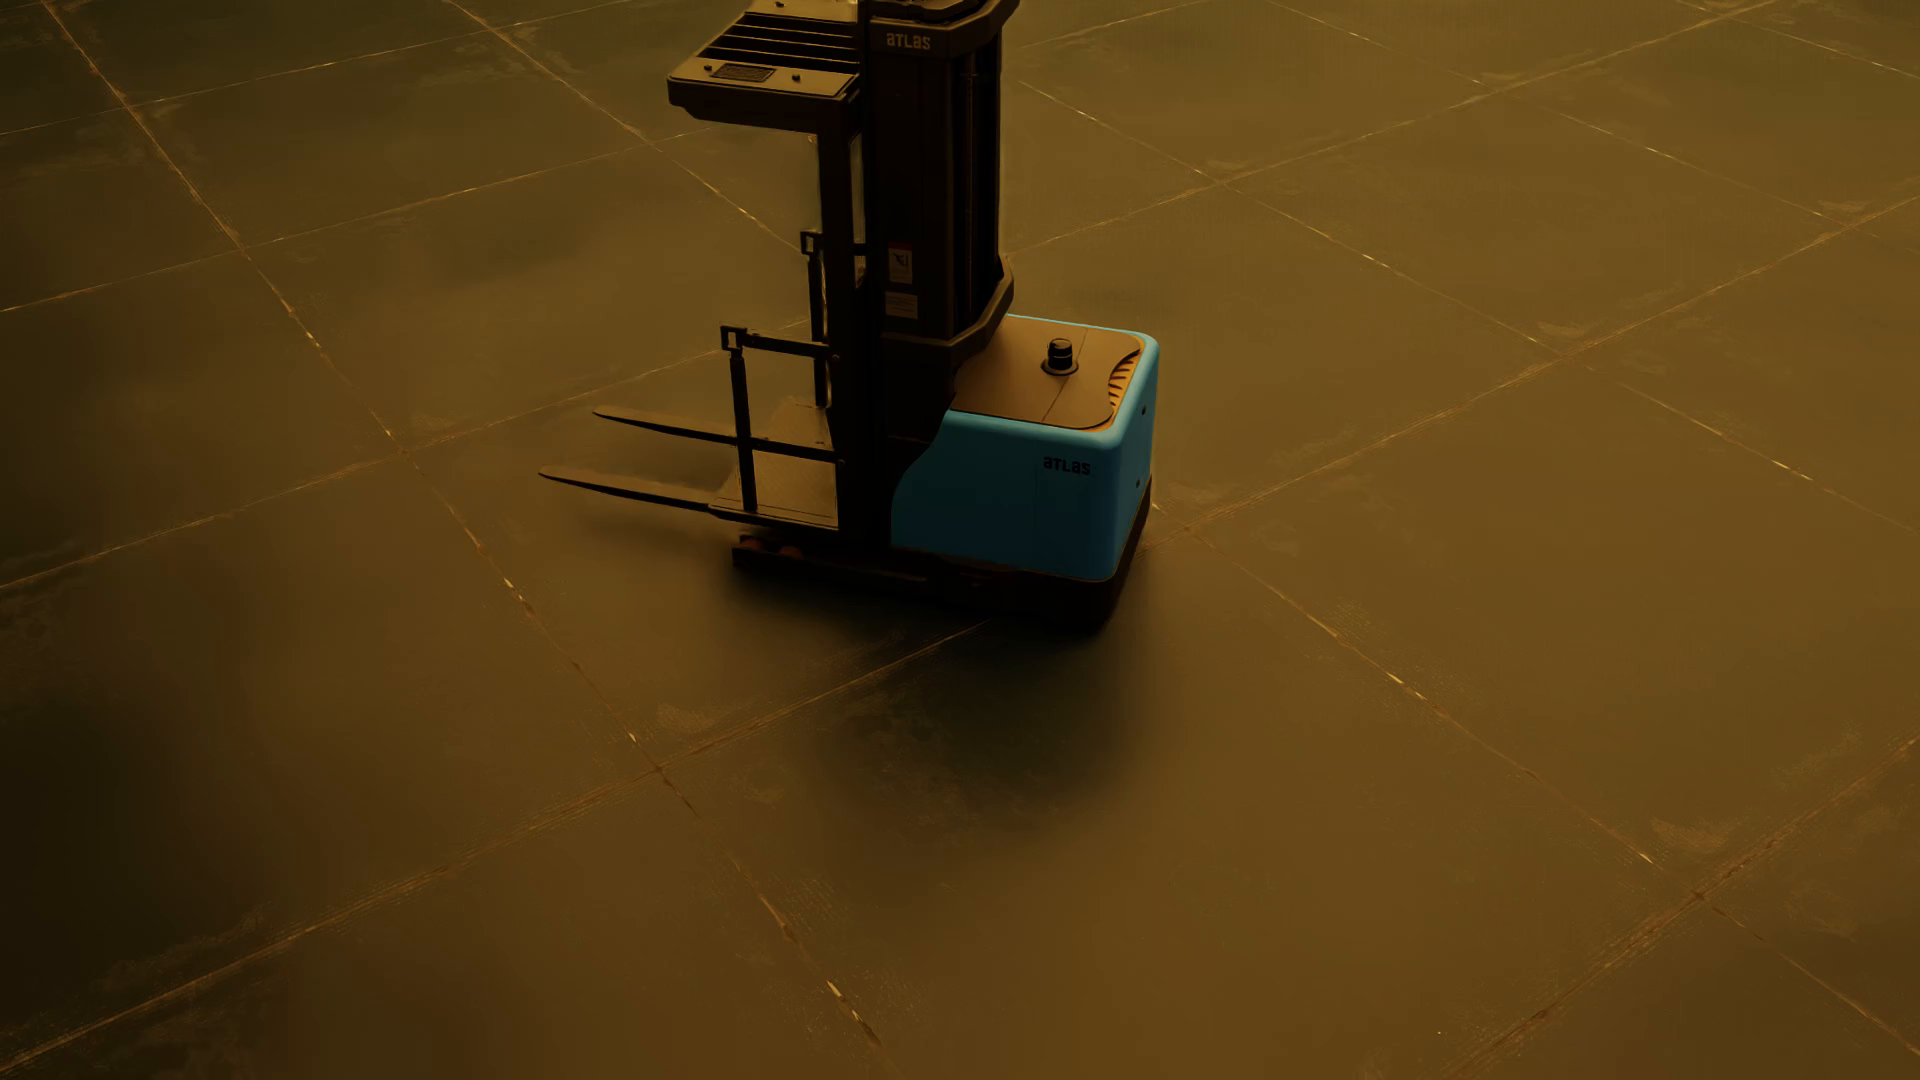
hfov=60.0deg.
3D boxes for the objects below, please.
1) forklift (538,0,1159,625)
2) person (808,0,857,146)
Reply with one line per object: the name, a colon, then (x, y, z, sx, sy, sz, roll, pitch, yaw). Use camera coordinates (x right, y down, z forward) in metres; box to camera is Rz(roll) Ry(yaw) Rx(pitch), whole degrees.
forklift: (-0.613, -1.275, 7.669, 3.031, 2.935, 1.130, 10, 38, 13)
person: (-1.048, -3.626, 11.961, 0.781, 1.672, 0.443, -19, 41, -24)
